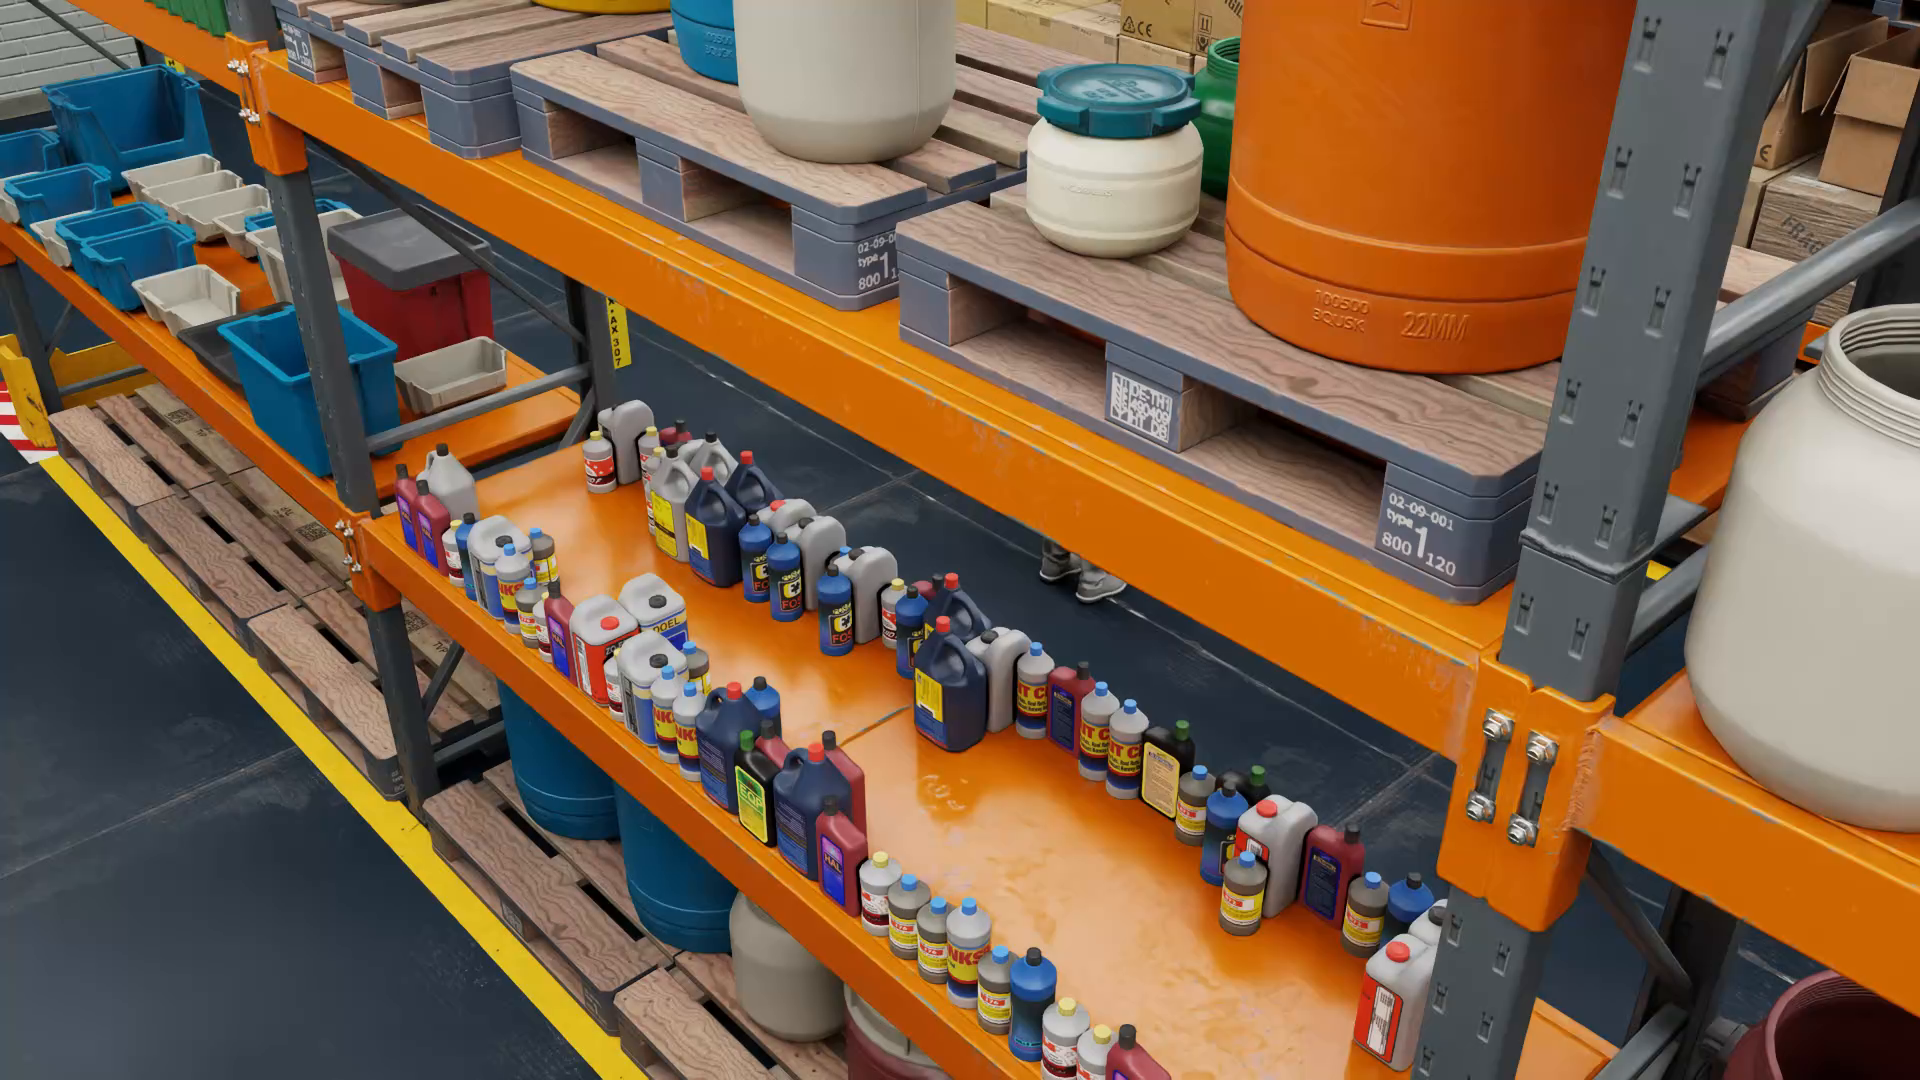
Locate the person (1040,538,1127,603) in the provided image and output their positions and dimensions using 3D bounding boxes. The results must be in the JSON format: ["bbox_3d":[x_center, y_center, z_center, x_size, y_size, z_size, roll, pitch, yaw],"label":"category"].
[{"bbox_3d":[0.529,-0.529,6.992,0.327,1.662,0.471,-25,40,-34],"label":"person"}]
